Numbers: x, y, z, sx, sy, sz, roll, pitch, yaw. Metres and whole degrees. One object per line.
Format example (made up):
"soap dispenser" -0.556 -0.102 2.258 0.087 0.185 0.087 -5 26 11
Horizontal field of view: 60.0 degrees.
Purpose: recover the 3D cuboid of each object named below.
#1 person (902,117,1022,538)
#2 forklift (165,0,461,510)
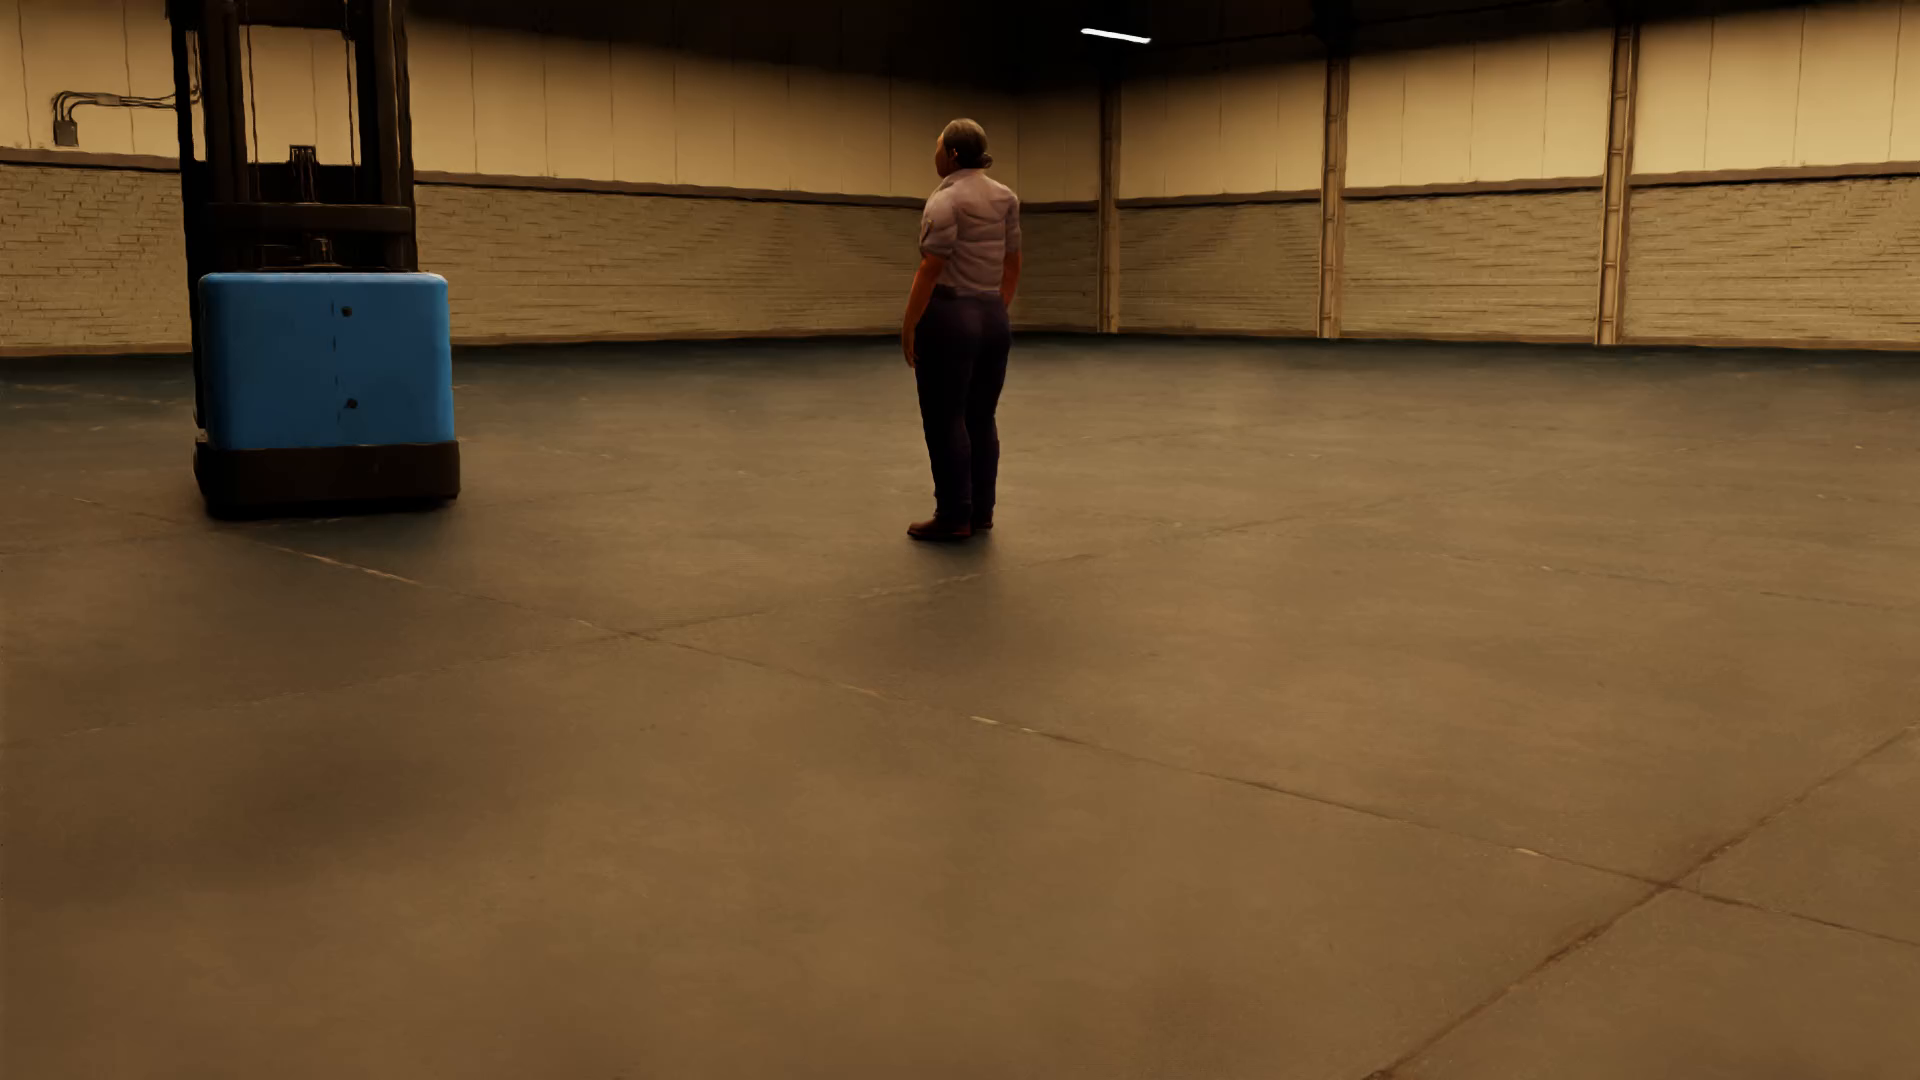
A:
"person" -0.049 -0.834 6.671 0.502 1.650 0.599 8 12 43
"forklift" -3.421 -1.761 8.572 1.130 2.935 3.031 -4 10 -26
